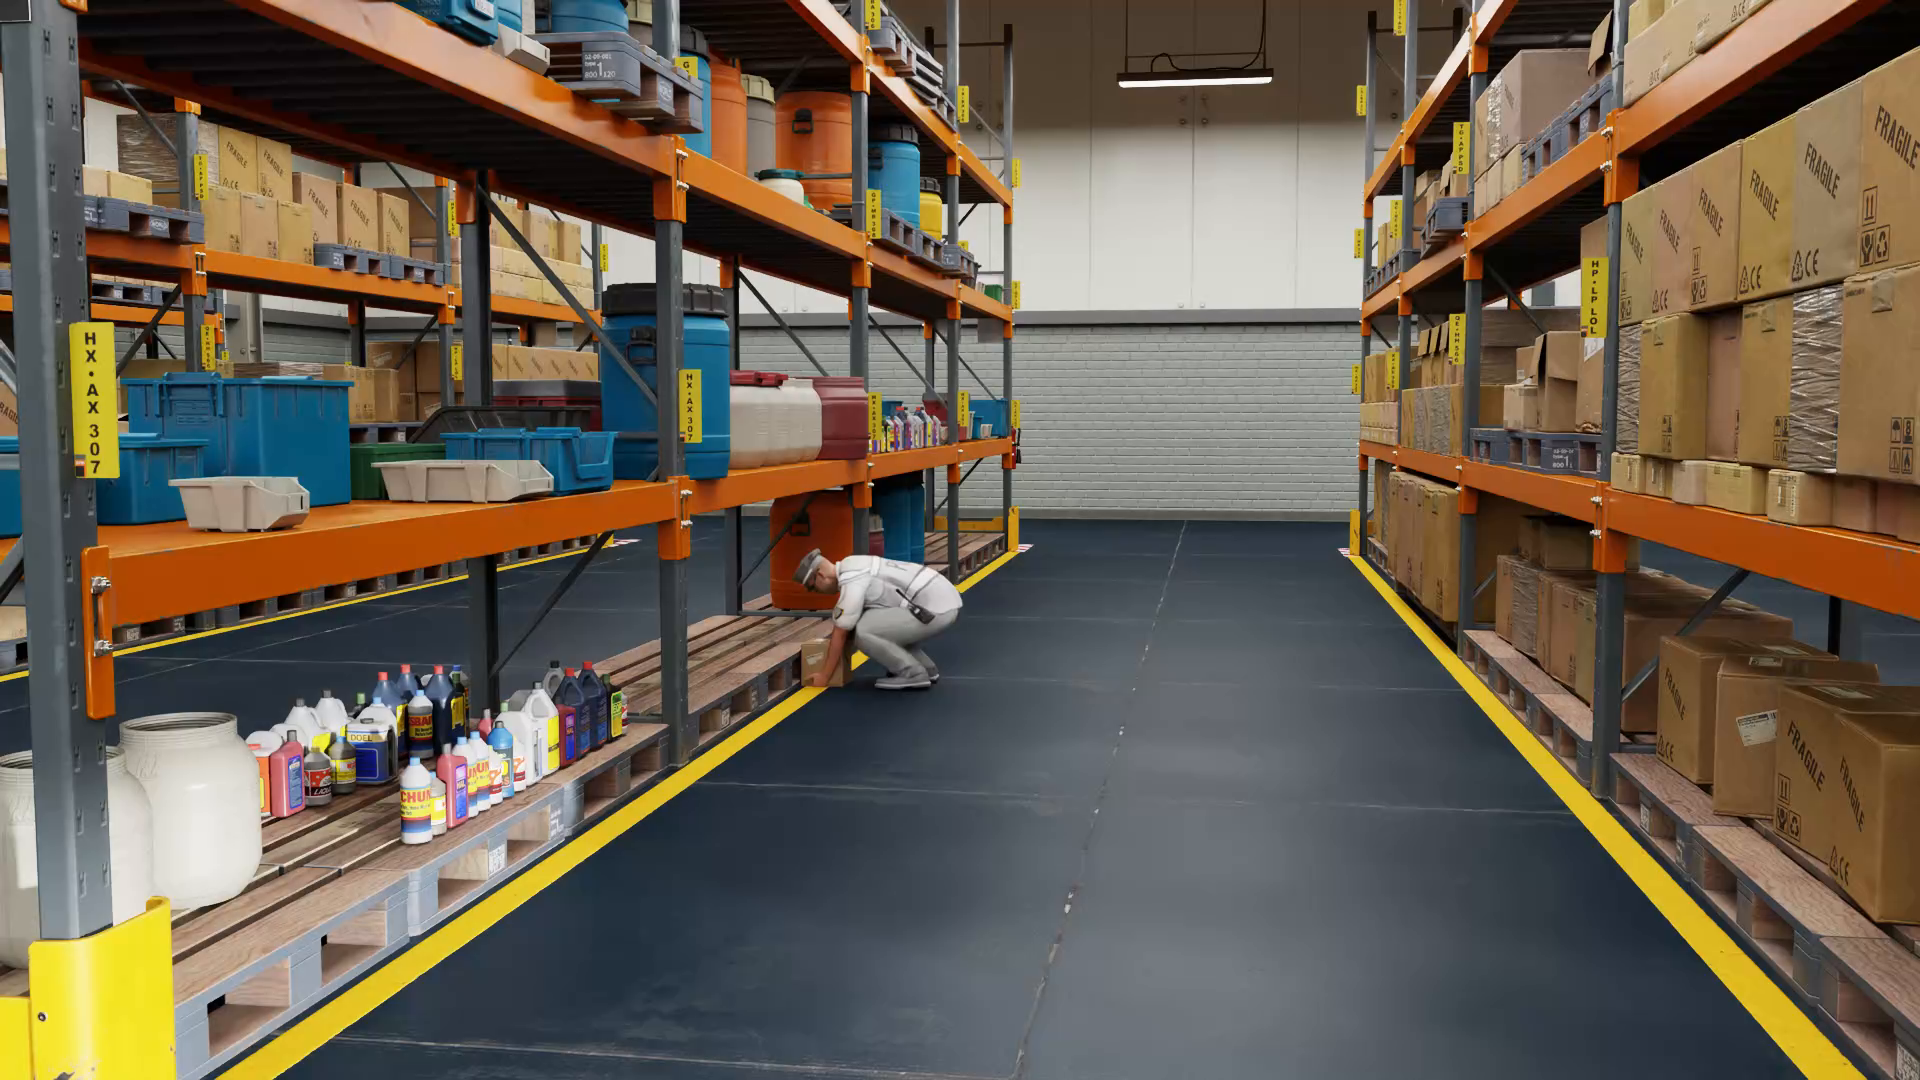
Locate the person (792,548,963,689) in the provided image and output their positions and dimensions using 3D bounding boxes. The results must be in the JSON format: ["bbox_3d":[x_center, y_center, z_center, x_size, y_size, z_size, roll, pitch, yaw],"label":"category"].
[{"bbox_3d":[-0.492,0.484,9.832,1.002,0.868,0.537,1,4,8],"label":"person"}]
